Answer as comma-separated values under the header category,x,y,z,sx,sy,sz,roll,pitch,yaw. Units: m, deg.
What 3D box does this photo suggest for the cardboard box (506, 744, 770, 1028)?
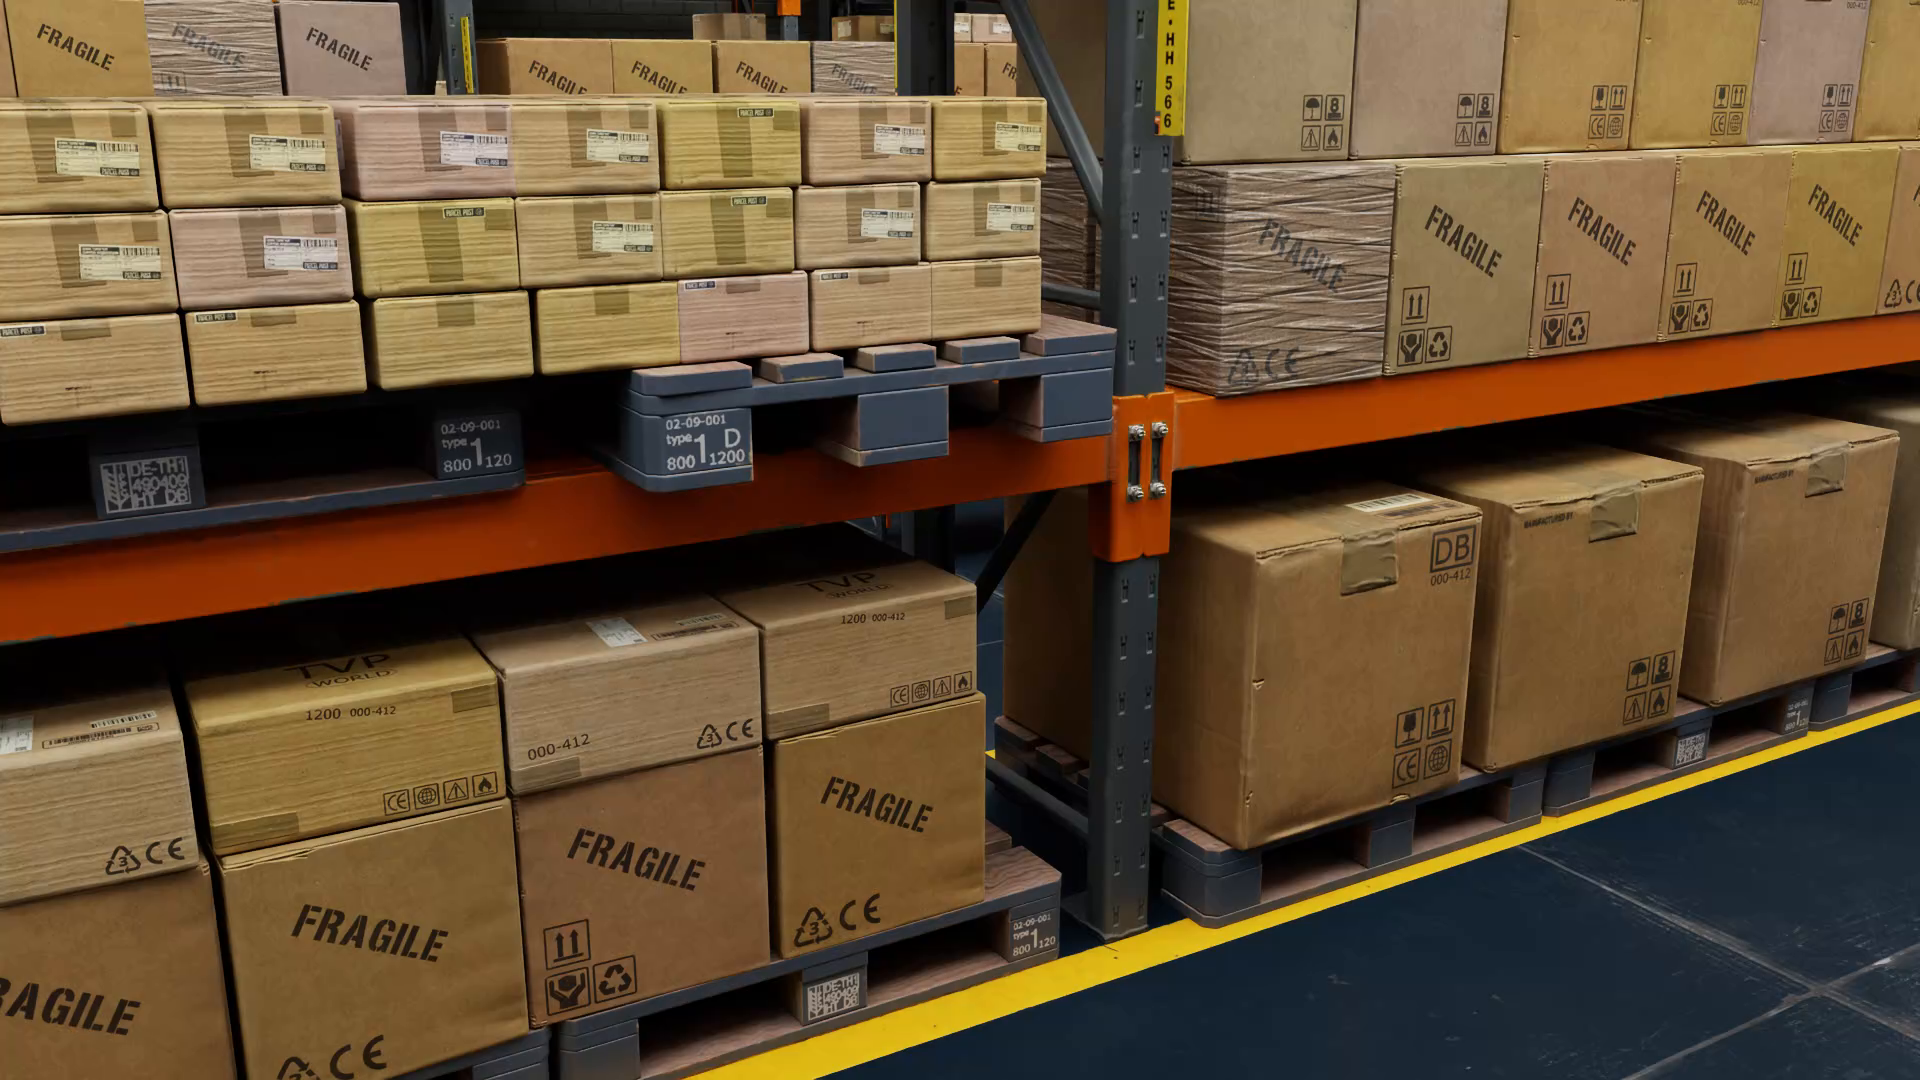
category,x,y,z,sx,sy,sz,roll,pitch,yaw
cardboard box,-0.731,0.622,3.488,0.500,0.500,0.500,-8,18,-27

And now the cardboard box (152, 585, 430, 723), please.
category,x,y,z,sx,sy,sz,roll,pitch,yaw
cardboard box,-1.436,0.213,3.555,0.500,0.250,0.500,-9,18,-29

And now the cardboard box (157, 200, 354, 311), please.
category,x,y,z,sx,sy,sz,roll,pitch,yaw
cardboard box,-1.148,-0.474,2.679,0.250,0.149,0.380,-9,18,-28

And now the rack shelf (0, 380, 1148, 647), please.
category,x,y,z,sx,sy,sz,roll,pitch,yaw
rack shelf,-1.569,0.021,3.109,4.000,0.370,1.077,-9,18,-30

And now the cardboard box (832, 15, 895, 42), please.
category,x,y,z,sx,sy,sz,roll,pitch,yaw
cardboard box,-0.525,-2.838,9.260,0.250,0.149,0.380,-8,18,-27

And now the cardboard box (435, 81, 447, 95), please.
category,x,y,z,sx,sy,sz,roll,pitch,yaw
cardboard box,-3.972,-3.337,12.371,0.250,0.149,0.380,-9,18,-29

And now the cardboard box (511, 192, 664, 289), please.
category,x,y,z,sx,sy,sz,roll,pitch,yaw
cardboard box,-0.710,-0.544,2.930,0.250,0.149,0.380,-9,18,-30

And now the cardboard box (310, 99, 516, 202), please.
category,x,y,z,sx,sy,sz,roll,pitch,yaw
cardboard box,-0.916,-0.656,2.777,0.250,0.149,0.380,-9,18,-30

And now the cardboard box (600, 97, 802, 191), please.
category,x,y,z,sx,sy,sz,roll,pitch,yaw
cardboard box,-0.480,-0.726,3.027,0.250,0.149,0.380,-9,18,-28

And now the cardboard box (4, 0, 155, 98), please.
category,x,y,z,sx,sy,sz,roll,pitch,yaw
cardboard box,-3.664,-1.991,6.917,0.500,0.500,0.500,-9,18,-30

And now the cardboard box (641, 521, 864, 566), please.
category,x,y,z,sx,sy,sz,roll,pitch,yaw
cardboard box,-0.570,0.077,4.042,0.500,0.250,0.500,-10,19,-32

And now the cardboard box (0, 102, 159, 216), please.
category,x,y,z,sx,sy,sz,roll,pitch,yaw
cardboard box,-1.372,-0.581,2.512,0.250,0.149,0.380,-9,18,-28

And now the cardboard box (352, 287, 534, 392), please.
category,x,y,z,sx,sy,sz,roll,pitch,yaw
cardboard box,-0.920,-0.368,2.852,0.250,0.149,0.380,-10,19,-32

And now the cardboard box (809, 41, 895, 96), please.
category,x,y,z,sx,sy,sz,roll,pitch,yaw
cardboard box,-0.658,-2.354,8.736,0.500,0.500,0.500,-10,19,-32

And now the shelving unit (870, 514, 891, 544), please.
category,x,y,z,sx,sy,sz,roll,pitch,yaw
shelving unit,-0.006,-0.541,7.255,1.048,1.125,0.538,-9,18,-30

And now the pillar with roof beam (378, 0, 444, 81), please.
category,x,y,z,sx,sy,sz,roll,pitch,yaw
pillar with roof beam,-2.180,-5.165,9.162,0.400,9.000,9.100,-9,18,-30

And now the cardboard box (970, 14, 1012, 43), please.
category,x,y,z,sx,sy,sz,roll,pitch,yaw
cardboard box,0.075,-2.781,9.057,0.250,0.149,0.380,-10,18,-31

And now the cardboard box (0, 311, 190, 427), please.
category,x,y,z,sx,sy,sz,roll,pitch,yaw
cardboard box,-1.375,-0.294,2.588,0.250,0.149,0.380,-10,19,-32

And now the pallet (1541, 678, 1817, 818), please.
category,x,y,z,sx,sy,sz,roll,pitch,yaw
pallet,1.905,0.479,5.310,1.213,0.211,1.003,-9,18,-30

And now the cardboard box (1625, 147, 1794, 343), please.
category,x,y,z,sx,sy,sz,roll,pitch,yaw
cardboard box,1.964,-0.861,4.740,0.500,0.500,0.500,-9,18,-30

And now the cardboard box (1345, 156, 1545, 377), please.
category,x,y,z,sx,sy,sz,roll,pitch,yaw
cardboard box,1.104,-0.723,4.245,0.500,0.500,0.500,-9,18,-30

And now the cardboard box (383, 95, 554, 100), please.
category,x,y,z,sx,sy,sz,roll,pitch,yaw
cardboard box,-1.019,-0.844,3.447,0.250,0.149,0.380,-10,19,-32

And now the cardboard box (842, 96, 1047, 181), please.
category,x,y,z,sx,sy,sz,roll,pitch,yaw
cardboard box,-0.039,-0.797,3.280,0.250,0.149,0.380,-10,19,-32

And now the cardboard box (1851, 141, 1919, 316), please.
category,x,y,z,sx,sy,sz,roll,pitch,yaw
cardboard box,2.831,-1.003,5.244,0.500,0.500,0.500,-9,18,-30

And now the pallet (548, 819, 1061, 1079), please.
category,x,y,z,sx,sy,sz,roll,pitch,yaw
pallet,-0.525,0.848,3.994,1.213,0.211,1.003,-9,18,-30

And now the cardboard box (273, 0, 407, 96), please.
category,x,y,z,sx,sy,sz,roll,pitch,yaw
cardboard box,-2.799,-2.132,7.419,0.500,0.500,0.500,-10,18,-31

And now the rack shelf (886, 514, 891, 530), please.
category,x,y,z,sx,sy,sz,roll,pitch,yaw
rack shelf,-0.006,-0.305,7.321,1.000,0.278,0.538,-9,18,-30

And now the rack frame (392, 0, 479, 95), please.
category,x,y,z,sx,sy,sz,roll,pitch,yaw
rack frame,-2.490,-1.734,8.040,0.127,3.000,1.000,-9,18,-30

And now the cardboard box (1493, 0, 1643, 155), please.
category,x,y,z,sx,sy,sz,roll,pitch,yaw
cardboard box,1.407,-1.335,4.578,0.500,0.500,0.700,-10,18,-31

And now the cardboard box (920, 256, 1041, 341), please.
category,x,y,z,sx,sy,sz,roll,pitch,yaw
cardboard box,-0.041,-0.509,3.357,0.250,0.149,0.380,-9,18,-29

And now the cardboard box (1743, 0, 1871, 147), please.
category,x,y,z,sx,sy,sz,roll,pitch,yaw
cardboard box,2.278,-1.476,5.081,0.500,0.500,0.700,-9,18,-29

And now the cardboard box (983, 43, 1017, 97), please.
category,x,y,z,sx,sy,sz,roll,pitch,yaw
cardboard box,0.236,-2.497,9.247,0.500,0.500,0.500,-9,18,-29

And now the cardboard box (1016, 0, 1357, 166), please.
category,x,y,z,sx,sy,sz,roll,pitch,yaw
cardboard box,0.535,-1.193,4.070,0.500,0.500,0.700,-9,18,-30

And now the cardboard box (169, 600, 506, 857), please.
category,x,y,z,sx,sy,sz,roll,pitch,yaw
cardboard box,-1.177,0.333,3.130,0.500,0.250,0.500,-9,18,-28

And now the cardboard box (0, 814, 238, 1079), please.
category,x,y,z,sx,sy,sz,roll,pitch,yaw
cardboard box,-1.619,0.763,2.983,0.500,0.500,0.500,-9,18,-29

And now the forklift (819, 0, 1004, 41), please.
category,x,y,z,sx,sy,sz,roll,pitch,yaw
forklift,-0.333,-2.917,12.387,1.130,2.935,3.031,7,17,22

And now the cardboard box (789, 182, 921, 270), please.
category,x,y,z,sx,sy,sz,roll,pitch,yaw
cardboard box,-0.271,-0.616,3.187,0.250,0.149,0.380,-8,18,-28

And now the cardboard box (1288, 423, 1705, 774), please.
category,x,y,z,sx,sy,sz,roll,pitch,yaw
cardboard box,1.461,0.092,4.915,0.750,0.750,1.050,-9,18,-29

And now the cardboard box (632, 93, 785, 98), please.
category,x,y,z,sx,sy,sz,roll,pitch,yaw
cardboard box,-0.579,-0.913,3.696,0.250,0.149,0.380,-10,18,-31

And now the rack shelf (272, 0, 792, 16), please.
category,x,y,z,sx,sy,sz,roll,pitch,yaw
rack shelf,-3.336,-4.258,12.819,4.000,0.370,1.077,-9,18,-30

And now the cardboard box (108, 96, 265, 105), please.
category,x,y,z,sx,sy,sz,roll,pitch,yaw
cardboard box,-1.476,-0.768,3.179,0.250,0.149,0.380,-9,18,-28

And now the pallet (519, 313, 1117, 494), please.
category,x,y,z,sx,sy,sz,roll,pitch,yaw
pallet,-0.411,-0.387,3.589,1.003,0.211,1.213,-9,18,-30

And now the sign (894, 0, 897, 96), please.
category,x,y,z,sx,sy,sz,roll,pitch,yaw
sign,-0.143,-1.289,4.304,0.005,0.325,0.100,-9,18,-30

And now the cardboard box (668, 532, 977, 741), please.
category,x,y,z,sx,sy,sz,roll,pitch,yaw
cardboard box,-0.306,0.193,3.628,0.500,0.250,0.500,-10,18,-31

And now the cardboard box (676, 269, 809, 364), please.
category,x,y,z,sx,sy,sz,roll,pitch,yaw
cardboard box,-0.475,-0.440,3.108,0.250,0.149,0.380,-9,18,-29

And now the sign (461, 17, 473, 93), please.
category,x,y,z,sx,sy,sz,roll,pitch,yaw
sign,-2.202,-2.164,7.427,0.005,0.325,0.100,-9,18,-30

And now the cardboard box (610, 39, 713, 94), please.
category,x,y,z,sx,sy,sz,roll,pitch,yaw
cardboard box,-1.543,-2.211,8.226,0.500,0.500,0.500,-8,18,-27

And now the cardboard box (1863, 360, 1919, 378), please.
category,x,y,z,sx,sy,sz,roll,pitch,yaw
cardboard box,4.149,-0.410,6.472,0.875,0.875,0.875,-9,18,-29

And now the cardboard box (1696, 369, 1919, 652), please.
category,x,y,z,sx,sy,sz,roll,pitch,yaw
cardboard box,3.088,-0.171,5.853,0.750,0.750,1.050,-9,18,-30
